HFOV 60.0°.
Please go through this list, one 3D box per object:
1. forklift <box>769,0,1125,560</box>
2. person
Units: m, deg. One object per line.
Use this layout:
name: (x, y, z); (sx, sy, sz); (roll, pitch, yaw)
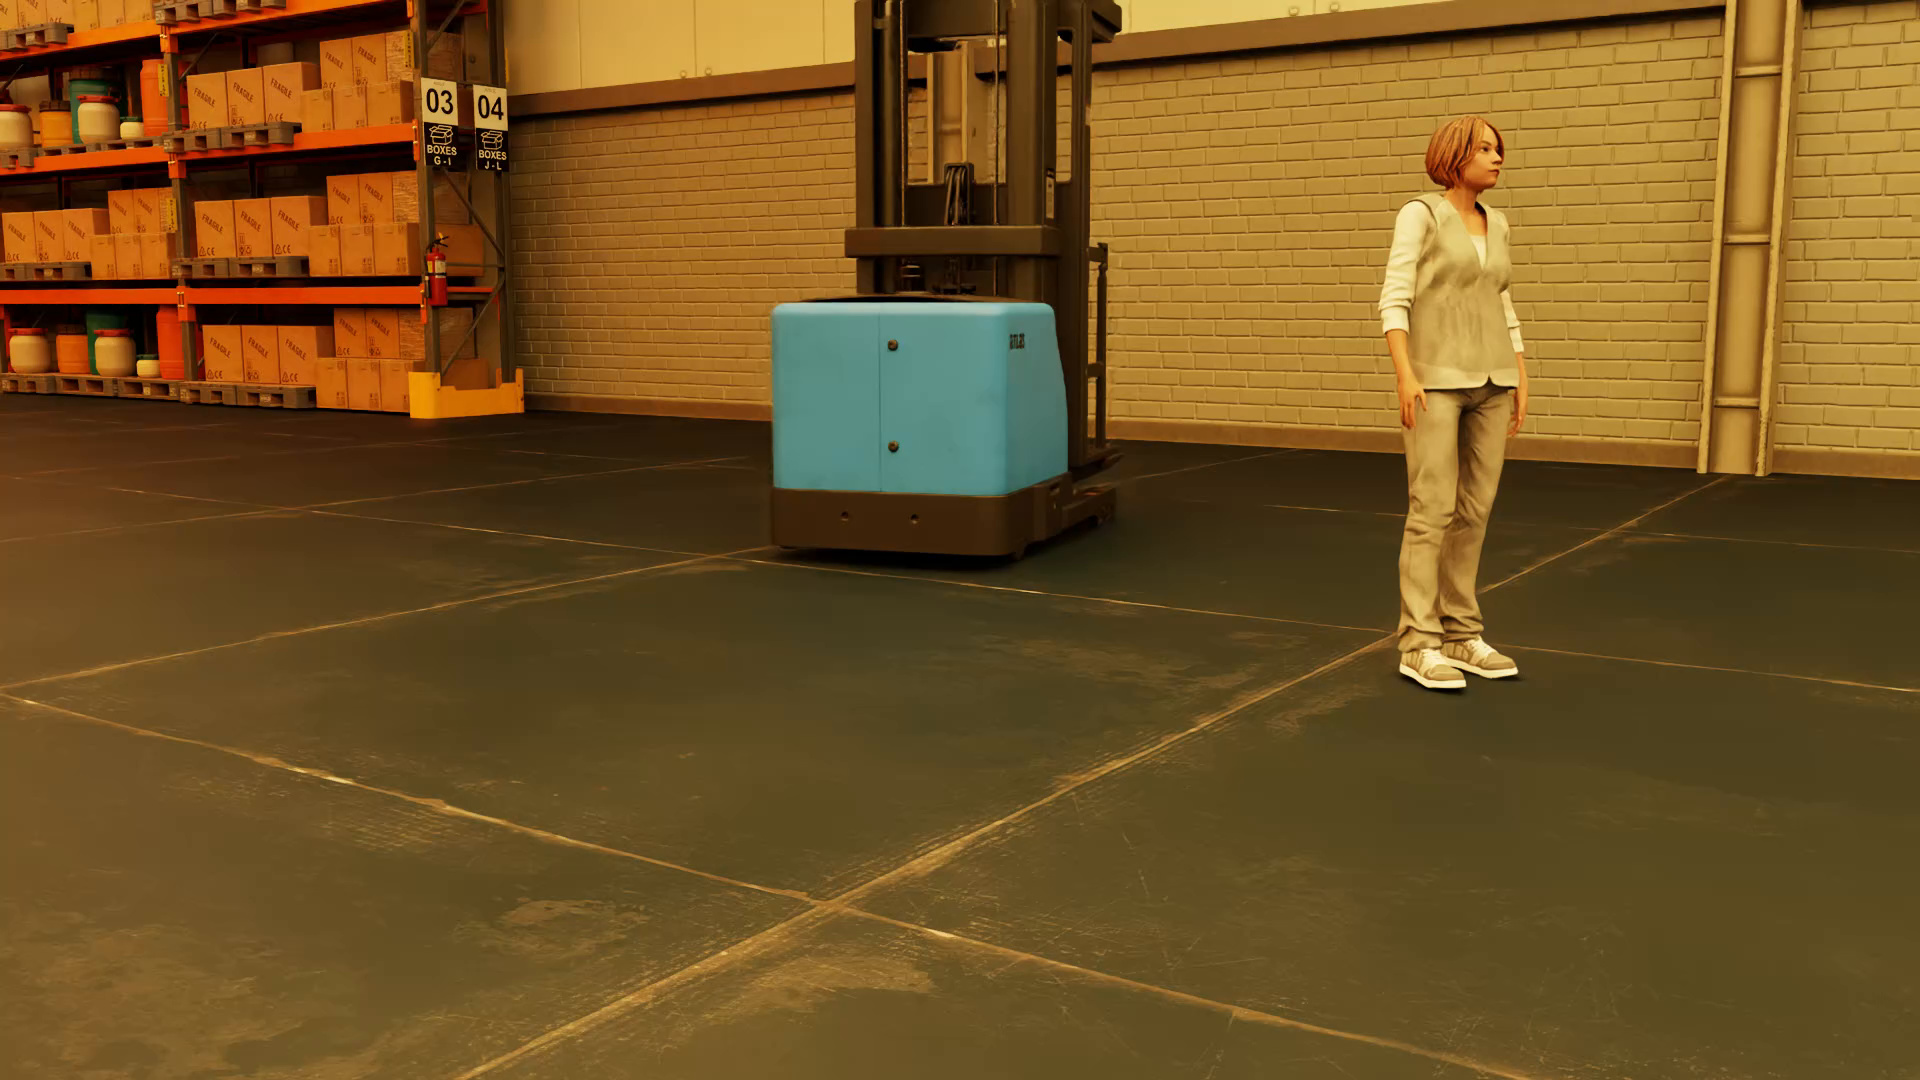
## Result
forklift: (0.144, -1.537, 8.001); (1.130, 2.935, 3.031); (3, 9, 18)
person: (1.466, -0.404, 4.758); (0.504, 1.605, 0.454); (-4, 9, -26)
